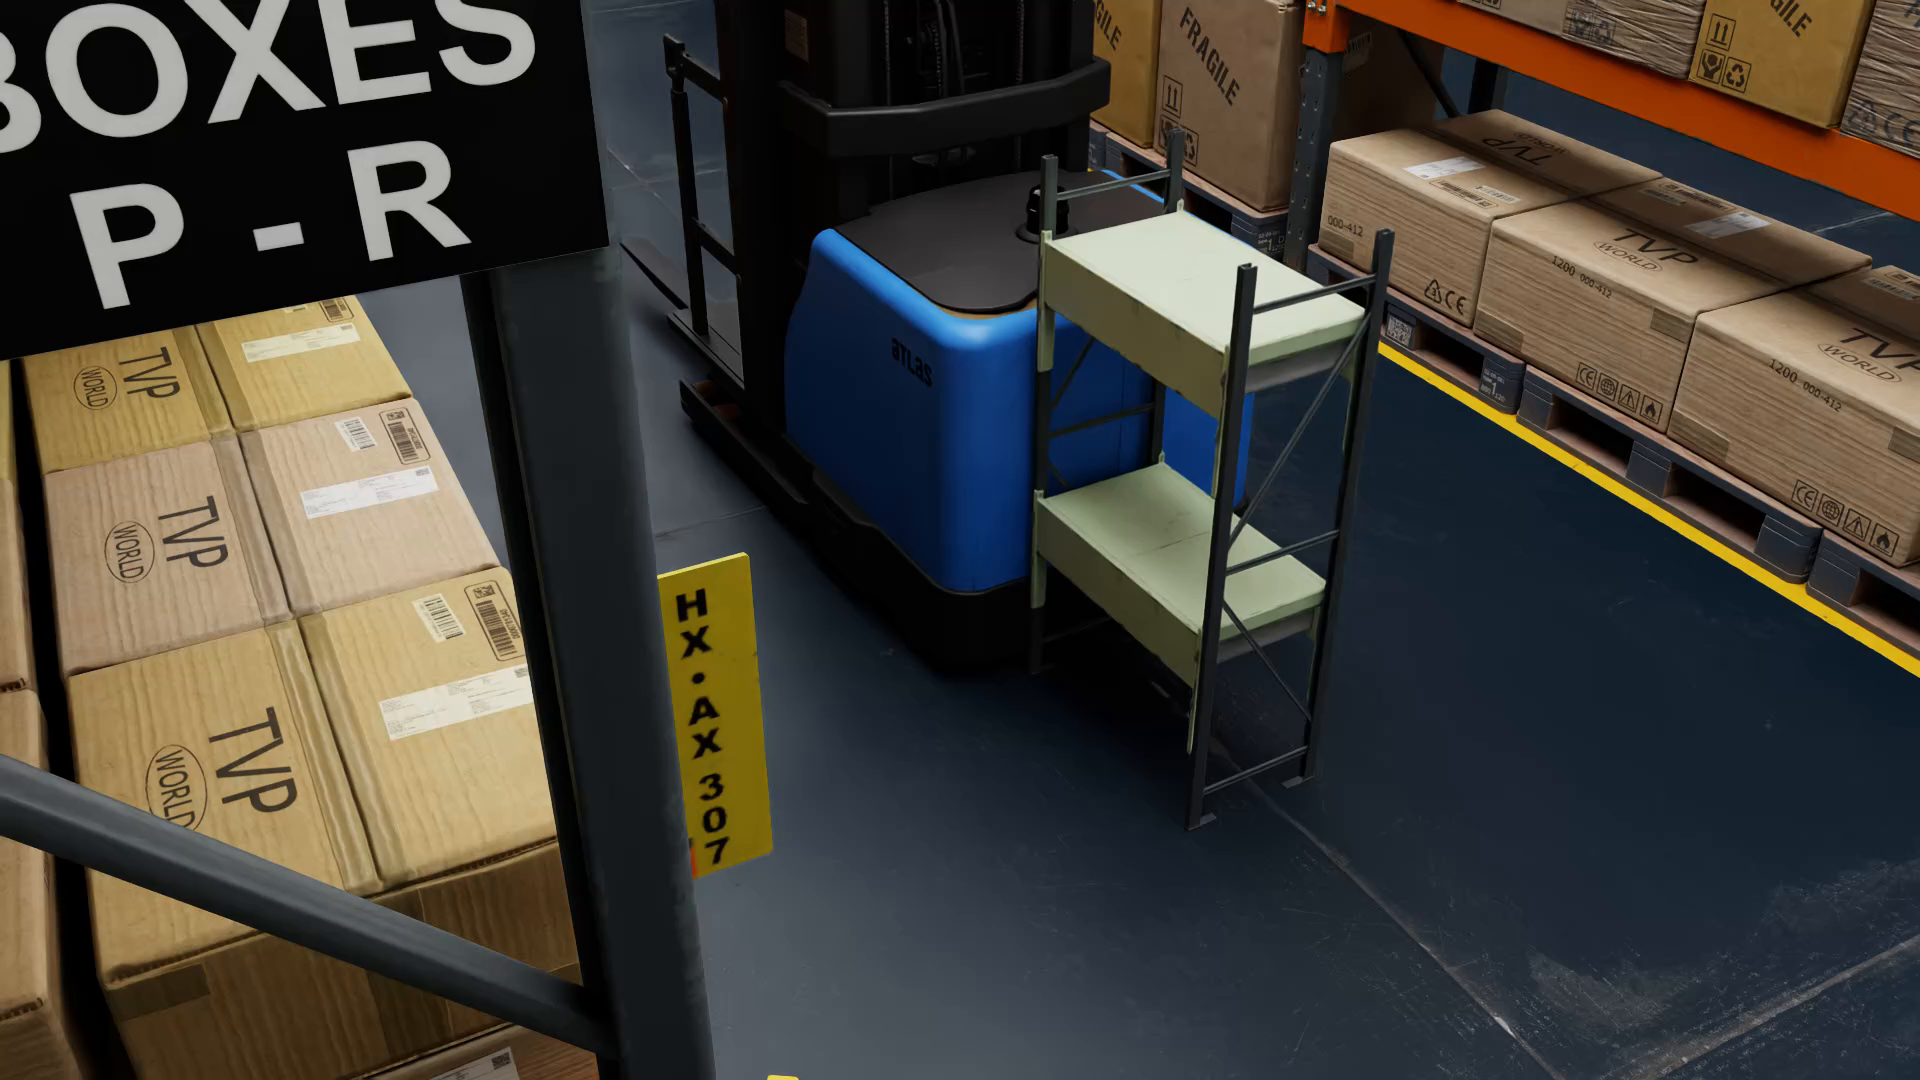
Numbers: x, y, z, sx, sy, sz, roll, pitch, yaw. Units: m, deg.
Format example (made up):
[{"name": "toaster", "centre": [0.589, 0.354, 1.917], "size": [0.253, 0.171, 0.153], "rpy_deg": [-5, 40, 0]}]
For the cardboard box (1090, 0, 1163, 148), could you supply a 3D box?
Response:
[{"name": "cardboard box", "centre": [1.040, -2.485, 7.929], "size": [0.875, 0.875, 0.875], "rpy_deg": [-15, 36, -22]}]

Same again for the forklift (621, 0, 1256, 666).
[{"name": "forklift", "centre": [-0.326, -1.652, 5.112], "size": [1.130, 2.935, 3.031], "rpy_deg": [-17, 37, -25]}]

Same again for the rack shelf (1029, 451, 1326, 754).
[{"name": "rack shelf", "centre": [0.550, 0.137, 4.249], "size": [0.431, 0.370, 0.720], "rpy_deg": [-17, 37, -25]}]

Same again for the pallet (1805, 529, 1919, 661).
[{"name": "pallet", "centre": [3.251, 0.223, 4.707], "size": [1.003, 0.211, 1.213], "rpy_deg": [-16, 36, -23]}]

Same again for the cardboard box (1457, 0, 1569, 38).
[{"name": "cardboard box", "centre": [2.046, -2.009, 5.513], "size": [0.500, 0.500, 0.500], "rpy_deg": [-16, 36, -23]}]

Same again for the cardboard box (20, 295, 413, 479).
[{"name": "cardboard box", "centre": [-1.144, -0.167, 2.594], "size": [0.500, 0.250, 0.500], "rpy_deg": [-17, 36, -24]}]

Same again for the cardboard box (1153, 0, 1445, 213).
[{"name": "cardboard box", "centre": [1.468, -2.056, 7.259], "size": [0.875, 0.875, 0.875], "rpy_deg": [-15, 35, -22]}]

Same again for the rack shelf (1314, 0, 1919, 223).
[{"name": "rack shelf", "centre": [2.761, -1.241, 5.073], "size": [1.077, 0.370, 4.000], "rpy_deg": [-16, 36, -23]}]

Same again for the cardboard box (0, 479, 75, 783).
[{"name": "cardboard box", "centre": [-1.385, 0.200, 2.021], "size": [0.500, 0.250, 0.500], "rpy_deg": [-16, 36, -23]}]

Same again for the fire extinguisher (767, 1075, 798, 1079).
[{"name": "fire extinguisher", "centre": [-0.219, 0.804, 1.631], "size": [0.296, 0.674, 0.183], "rpy_deg": [-16, 36, -23]}]

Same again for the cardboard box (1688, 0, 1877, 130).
[{"name": "cardboard box", "centre": [2.513, -1.525, 4.757], "size": [0.500, 0.500, 0.500], "rpy_deg": [-15, 35, -22]}]

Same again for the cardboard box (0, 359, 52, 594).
[{"name": "cardboard box", "centre": [-1.611, -0.038, 2.392], "size": [0.500, 0.250, 0.500], "rpy_deg": [-15, 35, -22]}]

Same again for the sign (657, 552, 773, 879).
[{"name": "sign", "centre": [-0.216, 0.160, 1.418], "size": [0.100, 0.325, 0.005], "rpy_deg": [-16, 36, -23]}]

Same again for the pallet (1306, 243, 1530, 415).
[{"name": "pallet", "centre": [2.114, -0.942, 6.524], "size": [1.003, 0.211, 1.213], "rpy_deg": [-16, 36, -23]}]

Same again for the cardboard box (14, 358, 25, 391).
[{"name": "cardboard box", "centre": [-1.855, -0.288, 2.782], "size": [0.500, 0.250, 0.500], "rpy_deg": [-16, 36, -23]}]

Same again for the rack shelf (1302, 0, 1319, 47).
[{"name": "rack shelf", "centre": [0.896, -3.150, 8.053], "size": [1.077, 0.370, 4.000], "rpy_deg": [-16, 36, -23]}]

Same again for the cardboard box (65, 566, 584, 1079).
[{"name": "cardboard box", "centre": [-0.669, 0.314, 1.842], "size": [0.500, 0.250, 0.500], "rpy_deg": [-16, 36, -23]}]

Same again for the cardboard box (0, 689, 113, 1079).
[{"name": "cardboard box", "centre": [-1.145, 0.446, 1.637], "size": [0.500, 0.250, 0.500], "rpy_deg": [-15, 36, -22]}]

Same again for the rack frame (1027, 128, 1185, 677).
[{"name": "rack frame", "centre": [0.366, -0.308, 4.340], "size": [0.400, 1.500, 0.023], "rpy_deg": [-17, 37, -25]}]

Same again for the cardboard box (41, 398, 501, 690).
[{"name": "cardboard box", "centre": [-0.905, 0.074, 2.217], "size": [0.500, 0.250, 0.500], "rpy_deg": [-15, 36, -23]}]

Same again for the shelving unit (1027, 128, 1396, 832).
[{"name": "shelving unit", "centre": [0.550, -0.137, 4.074], "size": [0.431, 1.500, 0.755], "rpy_deg": [-17, 37, -25]}]

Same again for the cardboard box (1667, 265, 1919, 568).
[{"name": "cardboard box", "centre": [2.863, -0.412, 5.098], "size": [0.875, 0.438, 0.875], "rpy_deg": [-15, 36, -22]}]

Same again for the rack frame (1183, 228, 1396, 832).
[{"name": "rack frame", "centre": [0.734, 0.034, 3.807], "size": [0.400, 1.500, 0.023], "rpy_deg": [-17, 37, -25]}]

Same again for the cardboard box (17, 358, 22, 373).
[{"name": "cardboard box", "centre": [-1.401, -0.406, 2.966], "size": [0.500, 0.250, 0.500], "rpy_deg": [-17, 36, -24]}]

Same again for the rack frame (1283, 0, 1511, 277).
[{"name": "rack frame", "centre": [1.828, -2.498, 6.369], "size": [1.000, 3.000, 0.127], "rpy_deg": [-16, 36, -23]}]

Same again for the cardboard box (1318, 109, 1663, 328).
[{"name": "cardboard box", "centre": [2.026, -1.270, 6.437], "size": [0.875, 0.438, 0.875], "rpy_deg": [-16, 36, -24]}]

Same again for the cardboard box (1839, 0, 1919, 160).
[{"name": "cardboard box", "centre": [2.765, -1.281, 4.377], "size": [0.500, 0.500, 0.500], "rpy_deg": [-15, 36, -22]}]

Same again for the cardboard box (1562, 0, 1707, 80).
[{"name": "cardboard box", "centre": [2.273, -1.771, 5.140], "size": [0.500, 0.500, 0.500], "rpy_deg": [-16, 36, -23]}]

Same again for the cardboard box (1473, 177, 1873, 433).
[{"name": "cardboard box", "centre": [2.444, -0.843, 5.770], "size": [0.875, 0.438, 0.875], "rpy_deg": [-17, 36, -24]}]

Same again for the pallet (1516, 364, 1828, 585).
[{"name": "pallet", "centre": [2.686, -0.359, 5.614], "size": [1.003, 0.211, 1.213], "rpy_deg": [-16, 36, -23]}]

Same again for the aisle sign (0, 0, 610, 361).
[{"name": "aisle sign", "centre": [-0.405, -0.475, 0.801], "size": [0.394, 0.787, 0.004], "rpy_deg": [-16, 36, -23]}]

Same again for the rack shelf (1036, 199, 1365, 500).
[{"name": "rack shelf", "centre": [0.550, -0.466, 3.863], "size": [0.431, 0.370, 0.720], "rpy_deg": [-17, 37, -25]}]

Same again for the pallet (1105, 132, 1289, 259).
[{"name": "pallet", "centre": [1.402, -1.674, 7.666], "size": [1.003, 0.211, 1.213], "rpy_deg": [-16, 36, -23]}]

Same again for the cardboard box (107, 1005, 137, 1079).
[{"name": "cardboard box", "centre": [-1.152, 0.539, 1.860], "size": [0.380, 0.149, 0.250], "rpy_deg": [-15, 35, -22]}]

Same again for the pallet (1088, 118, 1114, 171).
[{"name": "pallet", "centre": [0.829, -2.256, 8.576], "size": [1.003, 0.211, 1.213], "rpy_deg": [-16, 36, -23]}]

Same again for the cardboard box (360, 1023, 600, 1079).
[{"name": "cardboard box", "centre": [-0.607, 0.541, 1.858], "size": [0.380, 0.149, 0.250], "rpy_deg": [-16, 36, -23]}]
